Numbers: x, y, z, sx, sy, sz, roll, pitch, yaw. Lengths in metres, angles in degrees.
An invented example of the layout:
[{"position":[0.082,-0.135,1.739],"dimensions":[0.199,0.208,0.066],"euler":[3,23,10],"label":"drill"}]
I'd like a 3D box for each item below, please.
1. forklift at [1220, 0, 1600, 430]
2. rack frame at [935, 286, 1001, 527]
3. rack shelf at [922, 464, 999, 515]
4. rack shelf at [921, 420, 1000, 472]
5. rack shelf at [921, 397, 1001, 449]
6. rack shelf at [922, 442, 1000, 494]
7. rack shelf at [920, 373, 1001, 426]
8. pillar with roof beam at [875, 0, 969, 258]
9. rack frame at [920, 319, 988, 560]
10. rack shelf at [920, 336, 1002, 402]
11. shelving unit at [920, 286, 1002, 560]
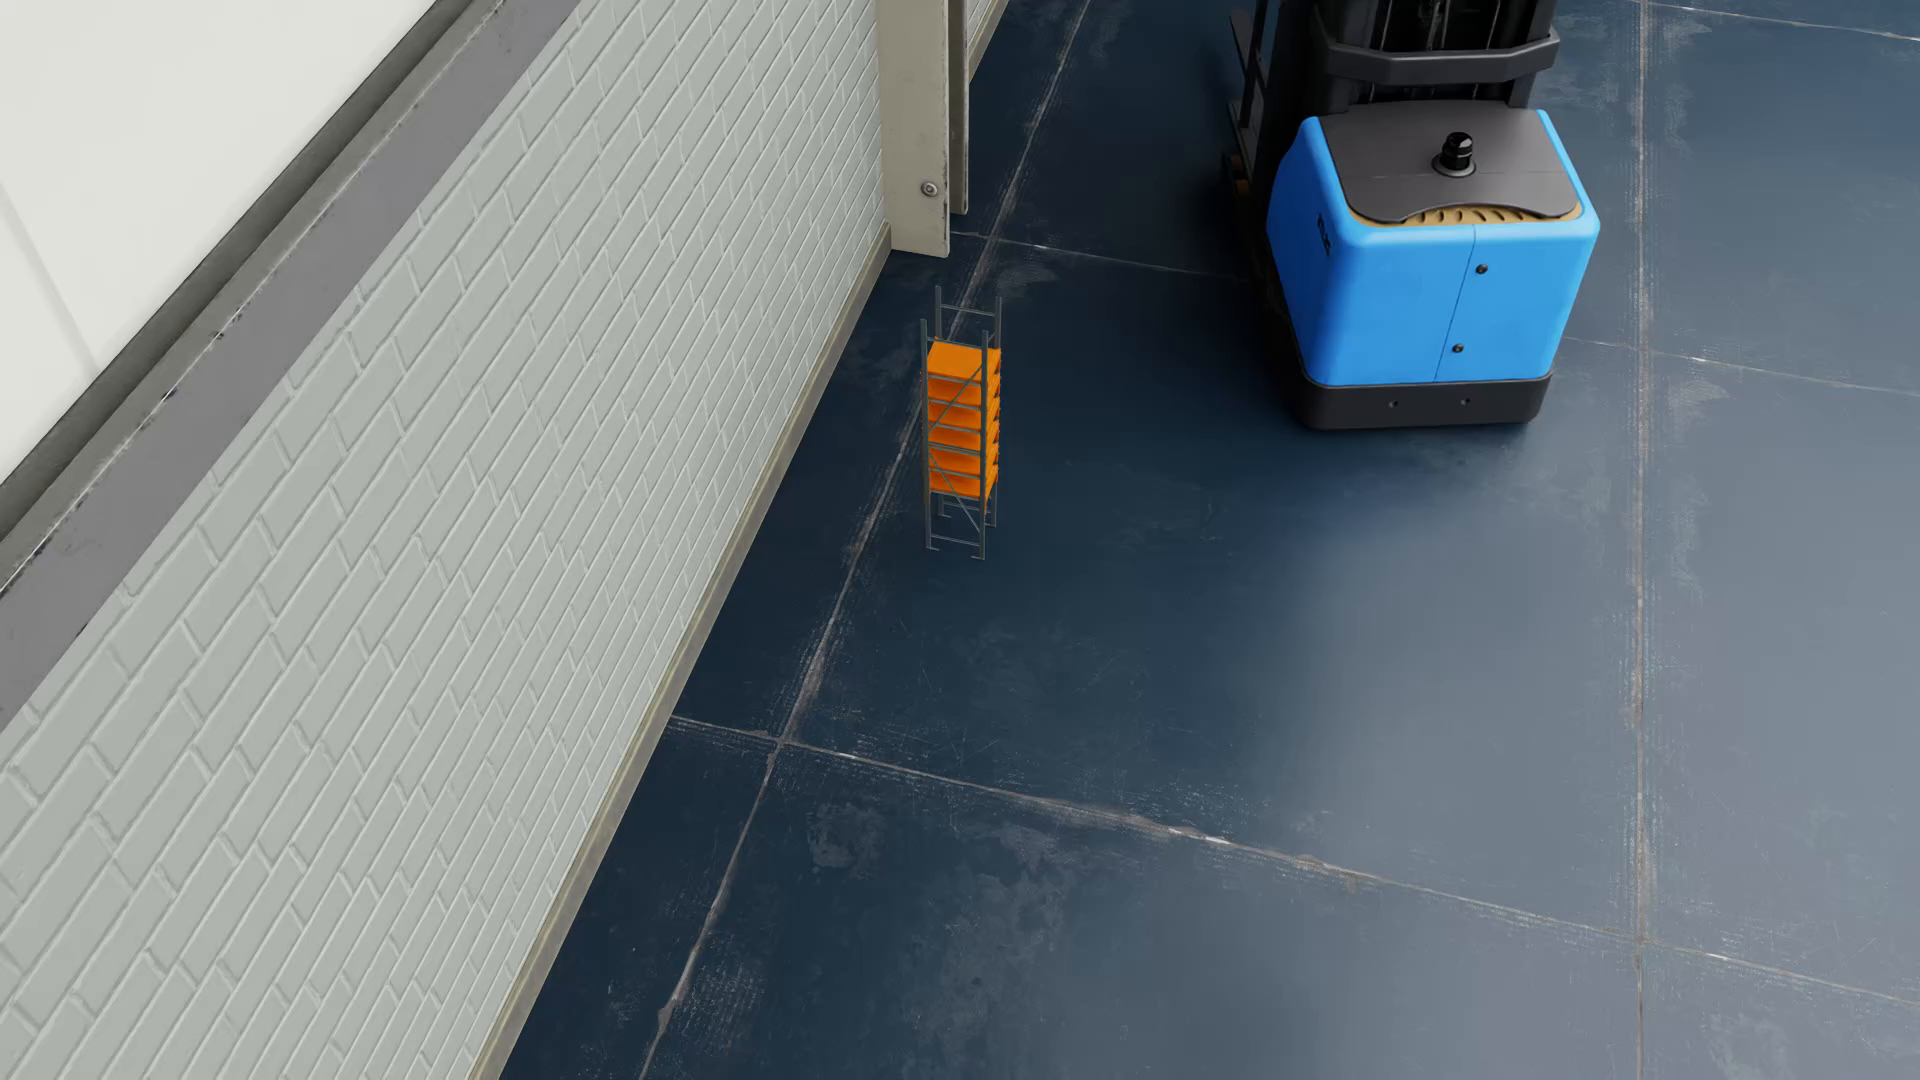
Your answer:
[{"position":[1.864,-2.535,6.952],"dimensions":[1.130,2.935,3.031],"euler":[-2,49,-2],"label":"forklift"},{"position":[0.028,-0.474,6.287],"dimensions":[0.240,1.200,0.006],"euler":[12,50,10],"label":"rack frame"},{"position":[0.004,-0.219,6.442],"dimensions":[0.258,0.103,0.180],"euler":[12,50,10],"label":"rack shelf"},{"position":[0.004,-0.378,6.262],"dimensions":[0.258,0.103,0.180],"euler":[12,50,10],"label":"rack shelf"},{"position":[0.004,-0.458,6.172],"dimensions":[0.258,0.103,0.180],"euler":[12,50,10],"label":"rack shelf"},{"position":[0.004,-0.299,6.352],"dimensions":[0.258,0.103,0.180],"euler":[12,50,10],"label":"rack shelf"},{"position":[0.004,-0.537,6.082],"dimensions":[0.258,0.103,0.180],"euler":[12,50,10],"label":"rack shelf"},{"position":[3.993,-3.632,3.872],"dimensions":[9.100,9.000,0.400],"euler":[12,50,10],"label":"pillar with roof beam"},{"position":[-0.020,-0.341,6.170],"dimensions":[0.240,1.200,0.006],"euler":[12,50,10],"label":"rack frame"},{"position":[0.004,-0.616,5.992],"dimensions":[0.258,0.103,0.180],"euler":[12,50,10],"label":"rack shelf"},{"position":[0.004,-0.407,6.228],"dimensions":[0.258,1.200,0.189],"euler":[12,50,10],"label":"shelving unit"}]
